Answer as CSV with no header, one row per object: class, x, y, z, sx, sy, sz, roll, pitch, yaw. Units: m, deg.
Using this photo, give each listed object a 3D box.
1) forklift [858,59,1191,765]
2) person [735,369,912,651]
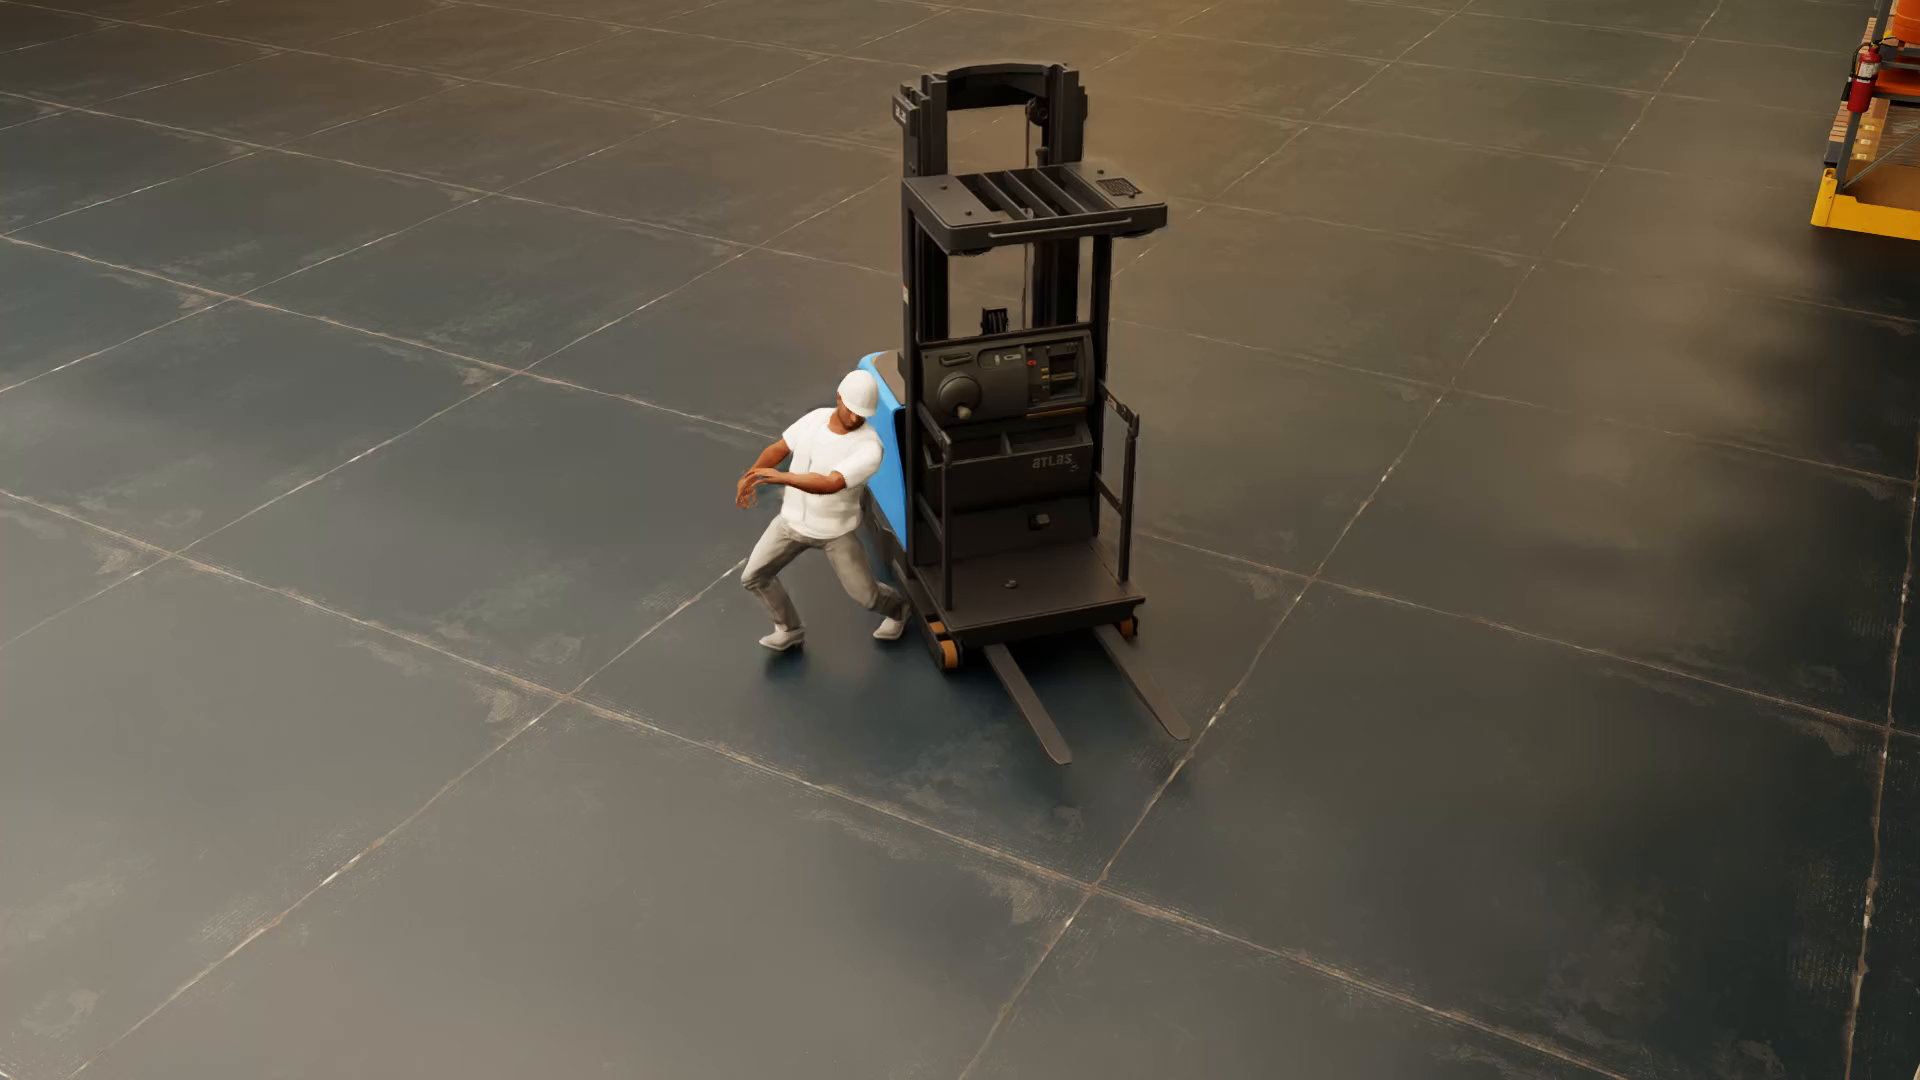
forklift,0.322,-0.801,8.459,1.130,2.935,3.031,-9,31,-15
person,-0.803,-0.120,8.600,0.867,1.594,0.860,16,34,25
